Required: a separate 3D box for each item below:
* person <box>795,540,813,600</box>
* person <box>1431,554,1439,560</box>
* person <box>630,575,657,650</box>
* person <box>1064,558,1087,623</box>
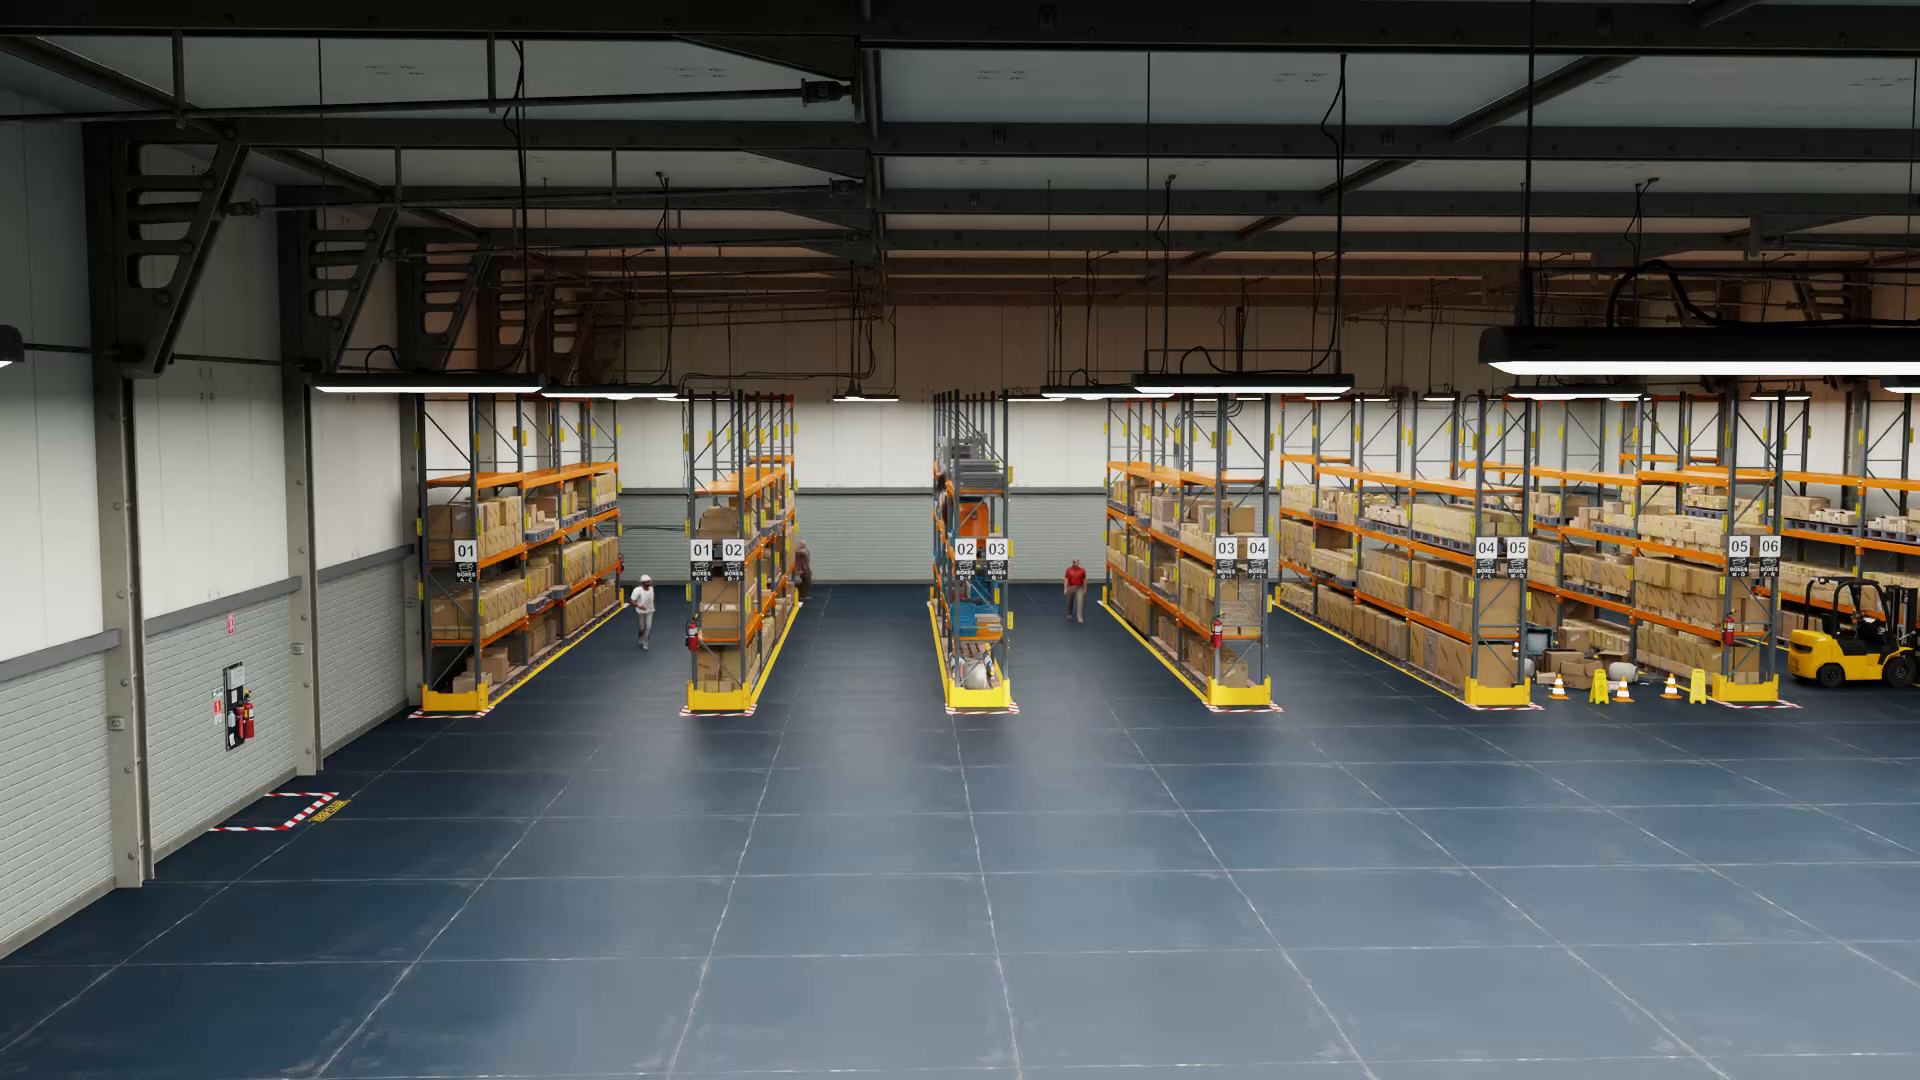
[{"bbox_3d":[-4.587,0.871,48.516,0.581,1.759,0.616,0,5,2],"label":"person"},{"bbox_3d":[12.957,1.175,45.468,0.394,1.676,0.511,0,5,1],"label":"person"},{"bbox_3d":[-7.438,1.682,39.012,0.639,1.738,0.741,-2,5,-21],"label":"person"},{"bbox_3d":[3.038,1.313,43.723,0.630,1.673,1.060,0,5,-3],"label":"person"}]
